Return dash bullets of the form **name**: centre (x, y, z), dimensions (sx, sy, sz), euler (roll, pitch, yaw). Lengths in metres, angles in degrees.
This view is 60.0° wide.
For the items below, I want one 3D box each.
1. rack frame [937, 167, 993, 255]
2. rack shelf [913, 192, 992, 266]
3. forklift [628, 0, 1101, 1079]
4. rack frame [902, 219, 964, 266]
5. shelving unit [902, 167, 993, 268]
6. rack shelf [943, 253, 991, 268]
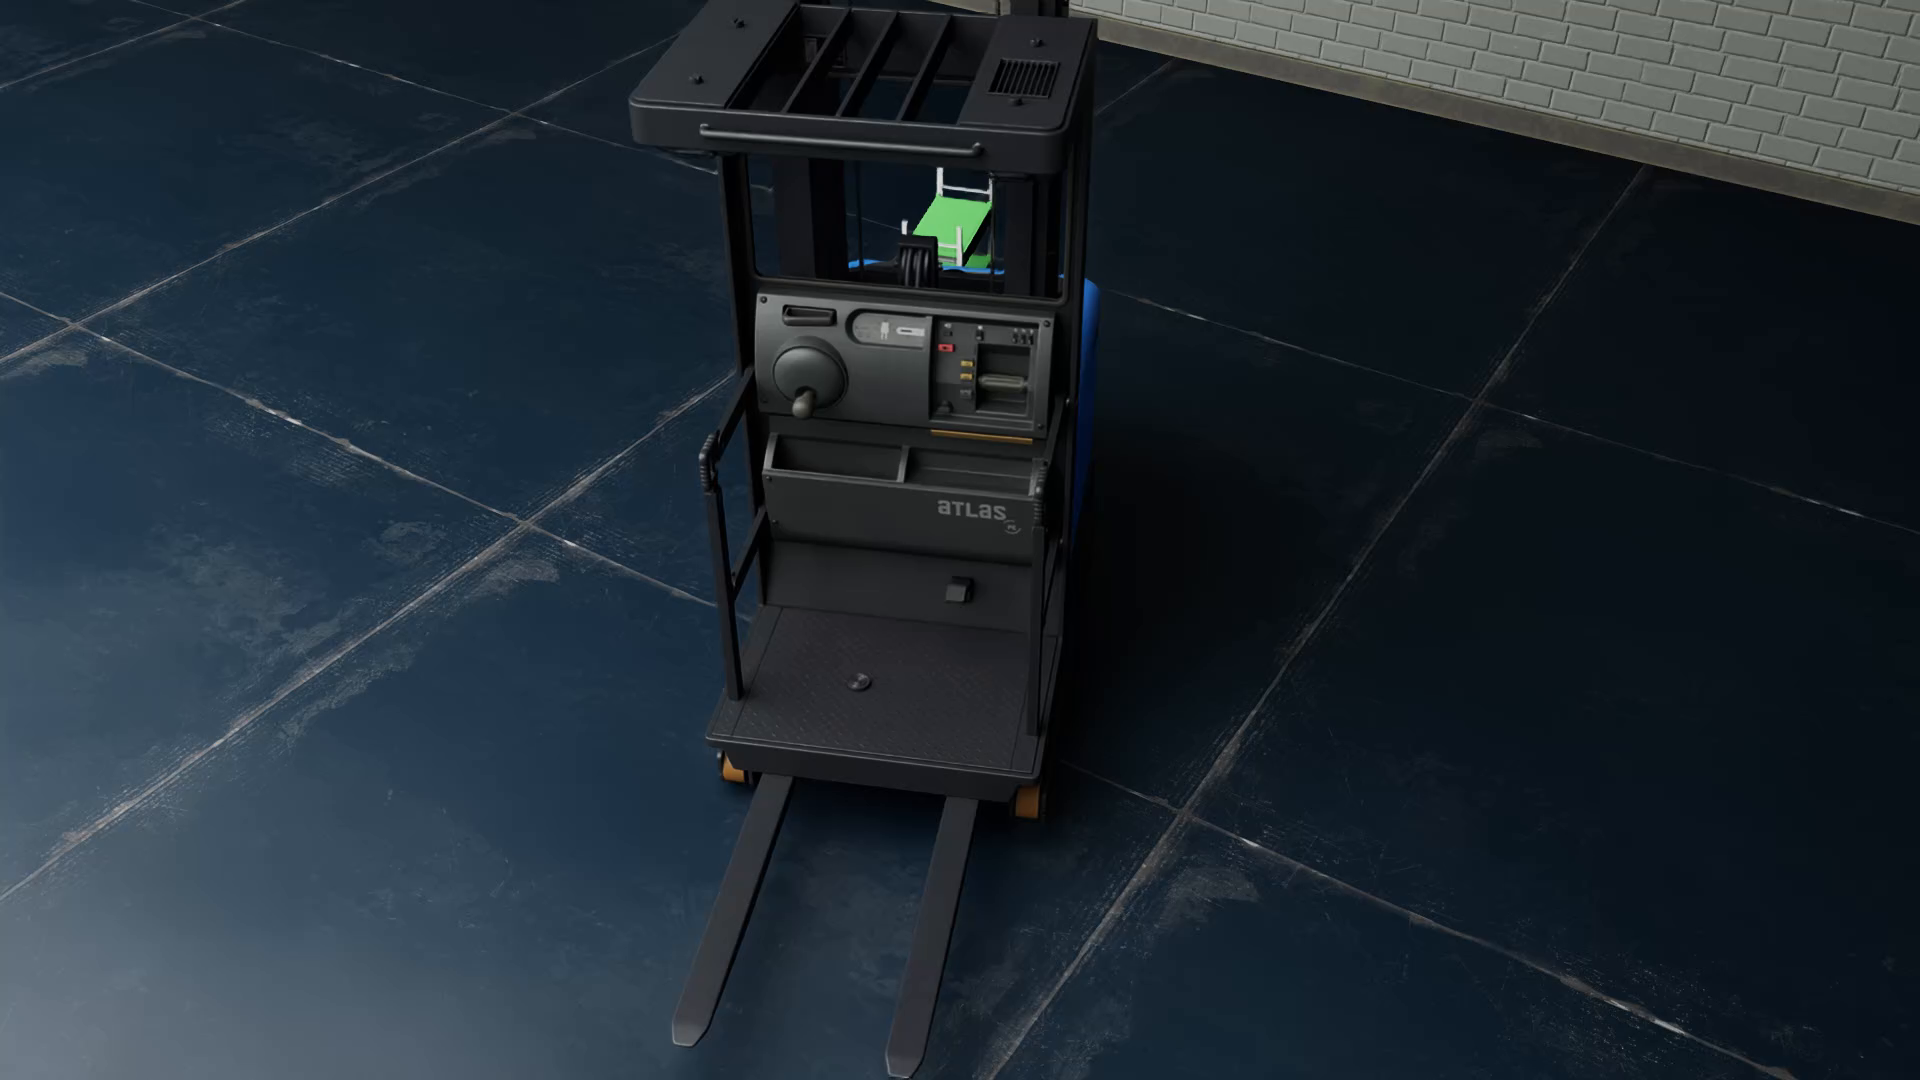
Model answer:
- **rack frame**: centre (0.025, -1.022, 7.093), dimensions (0.240, 1.200, 0.015), euler (10, 39, 12)
- **rack shelf**: centre (-0.040, -1.208, 6.653), dimensions (0.258, 0.148, 0.480), euler (10, 39, 12)
- **forklift**: centre (-0.210, -0.472, 4.962), dimensions (1.130, 2.935, 3.031), euler (6, 38, 8)
- **rack frame**: centre (-0.104, -0.735, 6.720), dimensions (0.240, 1.200, 0.015), euler (10, 39, 12)
- **shelving unit**: centre (-0.040, -0.879, 6.907), dimensions (0.258, 1.200, 0.503), euler (10, 39, 12)
- **rack shelf**: centre (-0.040, -1.018, 6.799), dimensions (0.258, 0.148, 0.480), euler (10, 39, 12)
